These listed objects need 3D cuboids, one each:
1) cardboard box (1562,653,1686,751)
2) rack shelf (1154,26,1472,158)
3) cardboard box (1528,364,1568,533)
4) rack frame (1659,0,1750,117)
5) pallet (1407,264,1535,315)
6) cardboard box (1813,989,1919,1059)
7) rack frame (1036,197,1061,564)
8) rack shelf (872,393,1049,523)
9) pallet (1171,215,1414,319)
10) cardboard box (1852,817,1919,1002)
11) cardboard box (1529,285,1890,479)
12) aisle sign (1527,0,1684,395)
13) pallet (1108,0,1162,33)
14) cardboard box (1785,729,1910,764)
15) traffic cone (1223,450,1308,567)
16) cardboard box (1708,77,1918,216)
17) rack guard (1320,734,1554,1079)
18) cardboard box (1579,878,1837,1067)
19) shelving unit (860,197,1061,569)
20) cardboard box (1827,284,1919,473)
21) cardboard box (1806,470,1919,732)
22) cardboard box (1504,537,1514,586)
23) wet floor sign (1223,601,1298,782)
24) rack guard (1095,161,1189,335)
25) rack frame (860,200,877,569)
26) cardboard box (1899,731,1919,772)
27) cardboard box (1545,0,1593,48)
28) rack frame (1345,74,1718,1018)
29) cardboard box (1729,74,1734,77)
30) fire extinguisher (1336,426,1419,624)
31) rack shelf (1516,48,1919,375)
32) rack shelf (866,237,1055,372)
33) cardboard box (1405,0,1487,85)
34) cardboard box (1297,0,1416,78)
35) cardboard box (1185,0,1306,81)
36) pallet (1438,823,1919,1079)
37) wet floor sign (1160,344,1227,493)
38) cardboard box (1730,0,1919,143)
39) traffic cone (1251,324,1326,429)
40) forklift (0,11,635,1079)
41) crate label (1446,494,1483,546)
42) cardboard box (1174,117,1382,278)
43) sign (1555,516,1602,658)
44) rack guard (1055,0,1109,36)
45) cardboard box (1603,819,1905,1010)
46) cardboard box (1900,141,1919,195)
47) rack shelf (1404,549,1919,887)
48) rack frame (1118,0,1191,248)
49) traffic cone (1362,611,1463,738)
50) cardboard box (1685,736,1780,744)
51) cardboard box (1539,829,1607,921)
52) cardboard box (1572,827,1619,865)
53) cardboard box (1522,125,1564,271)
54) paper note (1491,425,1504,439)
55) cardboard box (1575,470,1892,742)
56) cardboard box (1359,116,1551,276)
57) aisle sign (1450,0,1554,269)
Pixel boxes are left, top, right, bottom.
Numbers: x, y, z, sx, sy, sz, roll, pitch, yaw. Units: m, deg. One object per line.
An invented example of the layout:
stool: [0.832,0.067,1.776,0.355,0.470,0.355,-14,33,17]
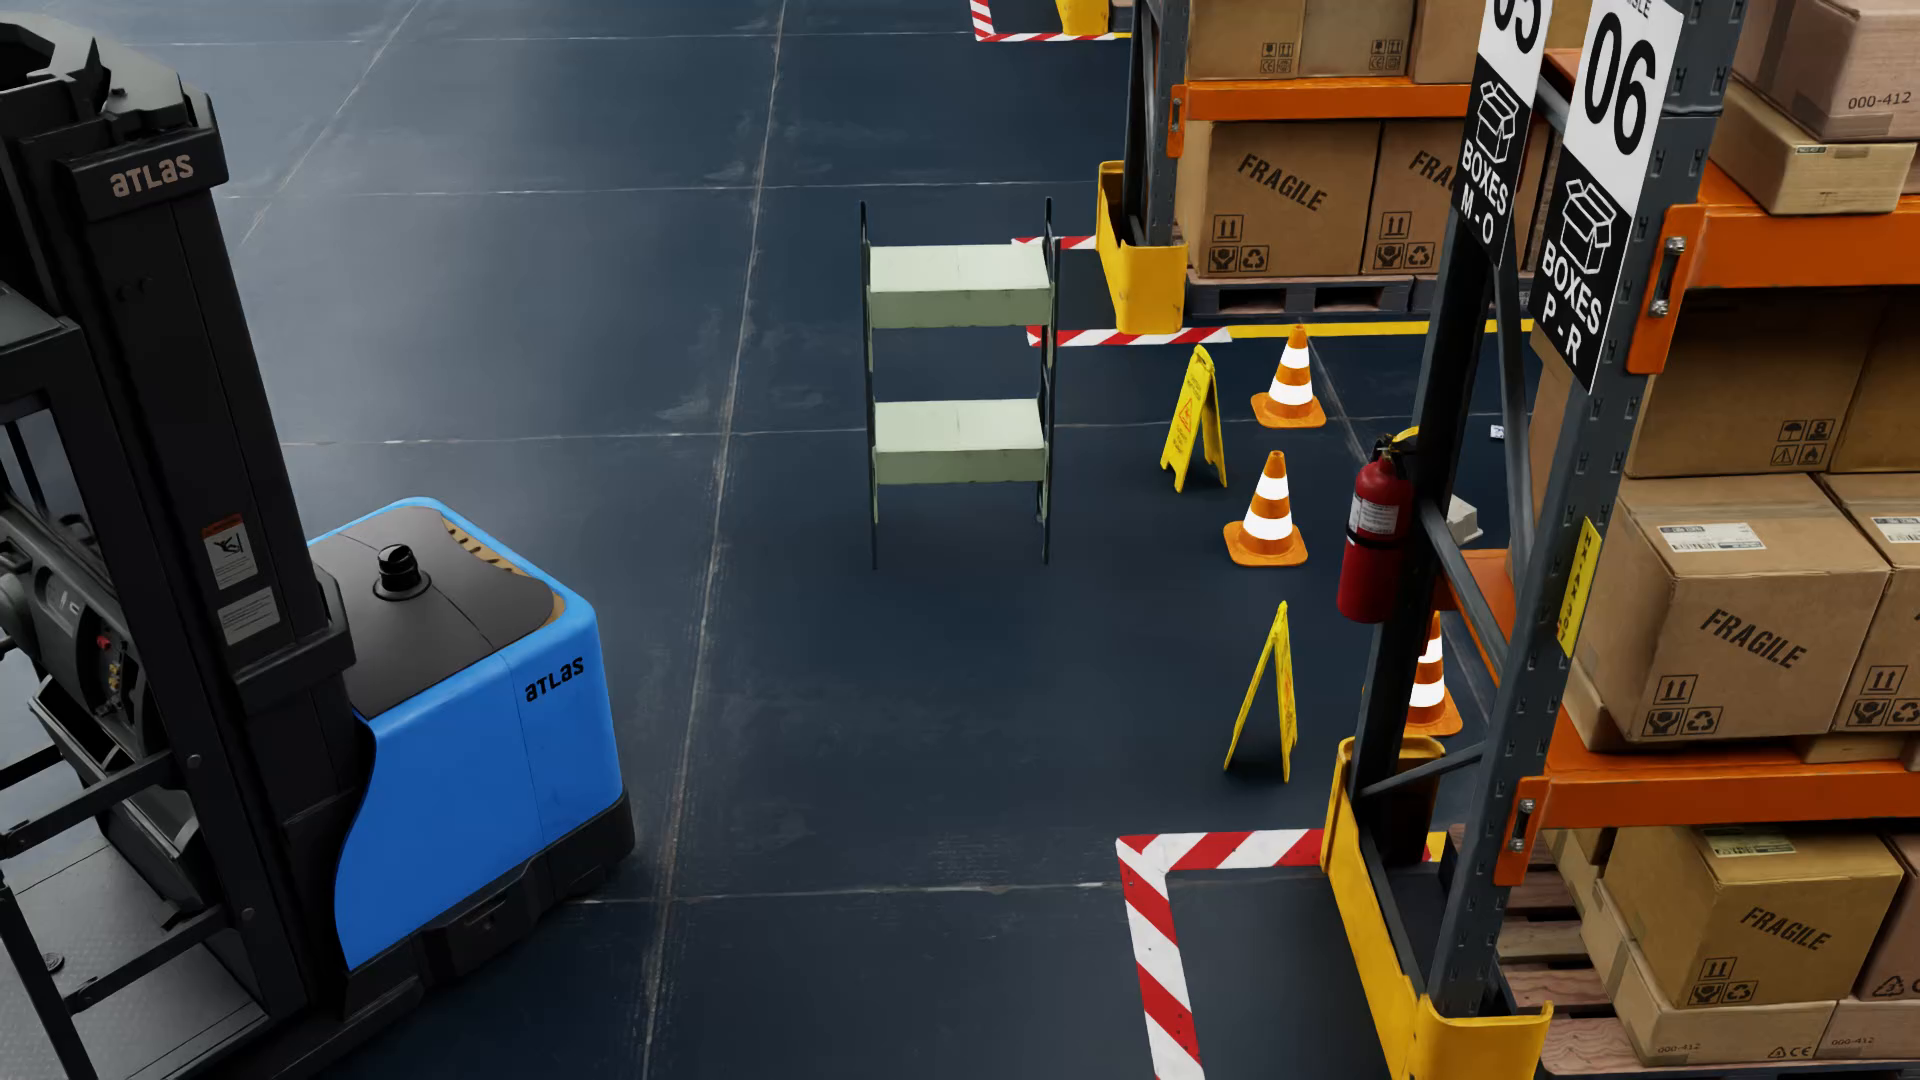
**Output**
cardboard box: [1.697,0.365,4.307,0.250,0.149,0.380,-1,35,-2]
rack shelf: [3.010,-2.416,8.737,4.000,0.370,1.077,-2,35,-2]
cardboard box: [1.877,-0.181,4.527,0.500,0.500,0.500,-2,35,-3]
rack frame: [1.348,-2.314,2.686,0.127,3.000,1.000,-2,35,-2]
pallet: [3.023,-1.608,9.389,1.213,0.211,1.003,-2,35,-2]
cardboard box: [2.677,1.237,4.874,0.500,0.250,0.500,0,35,-1]
rack frame: [0.359,-0.626,6.837,0.023,1.500,0.400,-2,35,-2]
rack shelf: [-0.007,-0.348,7.008,0.720,0.370,0.431,-2,35,-2]
pallet: [1.807,-1.577,9.344,1.213,0.211,1.003,-2,35,-2]
cardboard box: [2.712,0.921,4.672,0.500,0.500,0.500,-3,35,-4]
cardboard box: [1.848,-0.559,4.194,0.500,0.500,0.700,-2,35,-3]
aisle sign: [1.300,-0.738,3.396,0.004,0.787,0.394,-2,35,-2]
pallet: [1.768,-4.337,13.332,1.213,0.211,1.003,-2,35,-2]
cardboard box: [2.217,0.389,4.273,0.250,0.149,0.380,-3,35,-4]
traffic cone: [1.324,-0.170,7.089,0.334,0.463,0.336,-2,35,-2]
cardboard box: [1.694,-0.801,3.357,0.250,0.149,0.380,-2,35,-2]
rack guard: [1.423,1.179,5.107,0.348,0.500,1.175,-2,35,-2]
cardboard box: [2.166,1.247,4.860,0.500,0.250,0.500,-2,35,-3]
shelving unit: [-0.007,-0.617,6.823,0.755,1.500,0.431,-2,35,-2]
cardboard box: [2.353,-0.569,4.208,0.500,0.500,0.700,-1,35,-2]
cardboard box: [2.351,0.119,4.093,0.500,0.500,0.500,-1,35,-1]
cardboard box: [1.711,0.125,4.654,0.250,0.149,0.380,0,35,-1]
wet floor sign: [1.107,0.518,5.934,0.232,0.644,0.267,10,36,14]
rack guard: [0.988,-1.629,9.165,0.348,0.500,1.175,-2,35,-2]
rack frame: [-0.372,-0.607,6.809,0.023,1.500,0.400,-2,35,-2]
cardboard box: [2.473,0.408,4.245,0.250,0.149,0.380,-1,35,-1]
cardboard box: [3.022,-2.764,8.476,0.500,0.550,0.875,-2,35,-2]
rack frame: [1.348,0.153,4.393,0.127,3.000,1.000,-2,35,-2]
cardboard box: [1.691,-1.145,3.854,0.250,0.149,0.380,-1,35,-2]
fire extinguisher: [1.211,-0.074,4.789,0.183,0.674,0.296,-2,35,-2]
rack shelf: [3.345,-0.838,3.822,4.000,0.370,1.077,-2,35,-2]
rack shelf: [-0.007,-0.937,6.601,0.720,0.370,0.431,-2,35,-2]
cardboard box: [2.494,-2.726,8.422,0.550,0.550,0.875,-2,35,-2]
cardboard box: [1.929,-2.782,8.503,0.550,0.550,0.875,-2,35,-2]
cardboard box: [1.381,-2.755,8.464,0.550,0.550,0.875,-2,35,-2]
pallet: [2.237,1.296,5.192,1.213,0.211,1.003,-2,35,-2]
wet floor sign: [1.077,-0.563,7.497,0.232,0.644,0.267,-7,35,-10]
cardboard box: [1.862,-1.003,3.298,0.500,0.250,0.500,-2,35,-3]
traffic cone: [1.610,-0.822,8.031,0.334,0.463,0.336,-2,35,-2]
forklift: [-2.473,0.307,4.230,1.130,2.935,3.031,28,43,34]
crate label: [2.106,-0.093,7.264,0.298,0.136,0.250,-20,39,-26]
cardboard box: [1.687,-2.013,9.020,0.875,0.875,0.875,-1,35,-2]
sign: [1.373,0.106,3.701,0.005,0.325,0.100,-2,35,-2]
rack guard: [0.954,-4.454,13.247,0.348,0.500,1.175,-2,35,-2]
cardboard box: [2.190,0.937,4.648,0.500,0.500,0.500,-3,35,-4]
cardboard box: [1.952,-0.859,3.441,0.250,0.149,0.380,-3,35,-4]
rack shelf: [3.345,0.395,4.675,4.000,0.370,1.077,-2,35,-2]
rack frame: [1.012,-2.658,8.455,0.127,3.000,1.000,-2,35,-2]
traffic cone: [1.716,0.452,6.191,0.334,0.463,0.336,-2,35,-2]
cardboard box: [1.948,0.350,4.329,0.250,0.149,0.380,-1,35,-2]
cardboard box: [2.166,0.936,5.309,0.500,0.250,0.500,-2,35,-2]
cardboard box: [2.136,0.633,5.088,0.500,0.500,0.500,-1,35,-2]
cardboard box: [3.476,-2.061,9.090,0.875,0.875,0.875,-1,35,-2]
paper note: [2.617,-0.512,7.965,0.142,0.017,0.144,10,36,14]
cardboard box: [1.834,0.135,4.070,0.500,0.500,0.500,-2,35,-3]
cardboard box: [2.565,-2.038,9.056,0.875,0.875,0.875,-2,35,-3]
aisle sign: [1.272,-1.079,3.889,0.004,0.787,0.394,-2,35,-2]
